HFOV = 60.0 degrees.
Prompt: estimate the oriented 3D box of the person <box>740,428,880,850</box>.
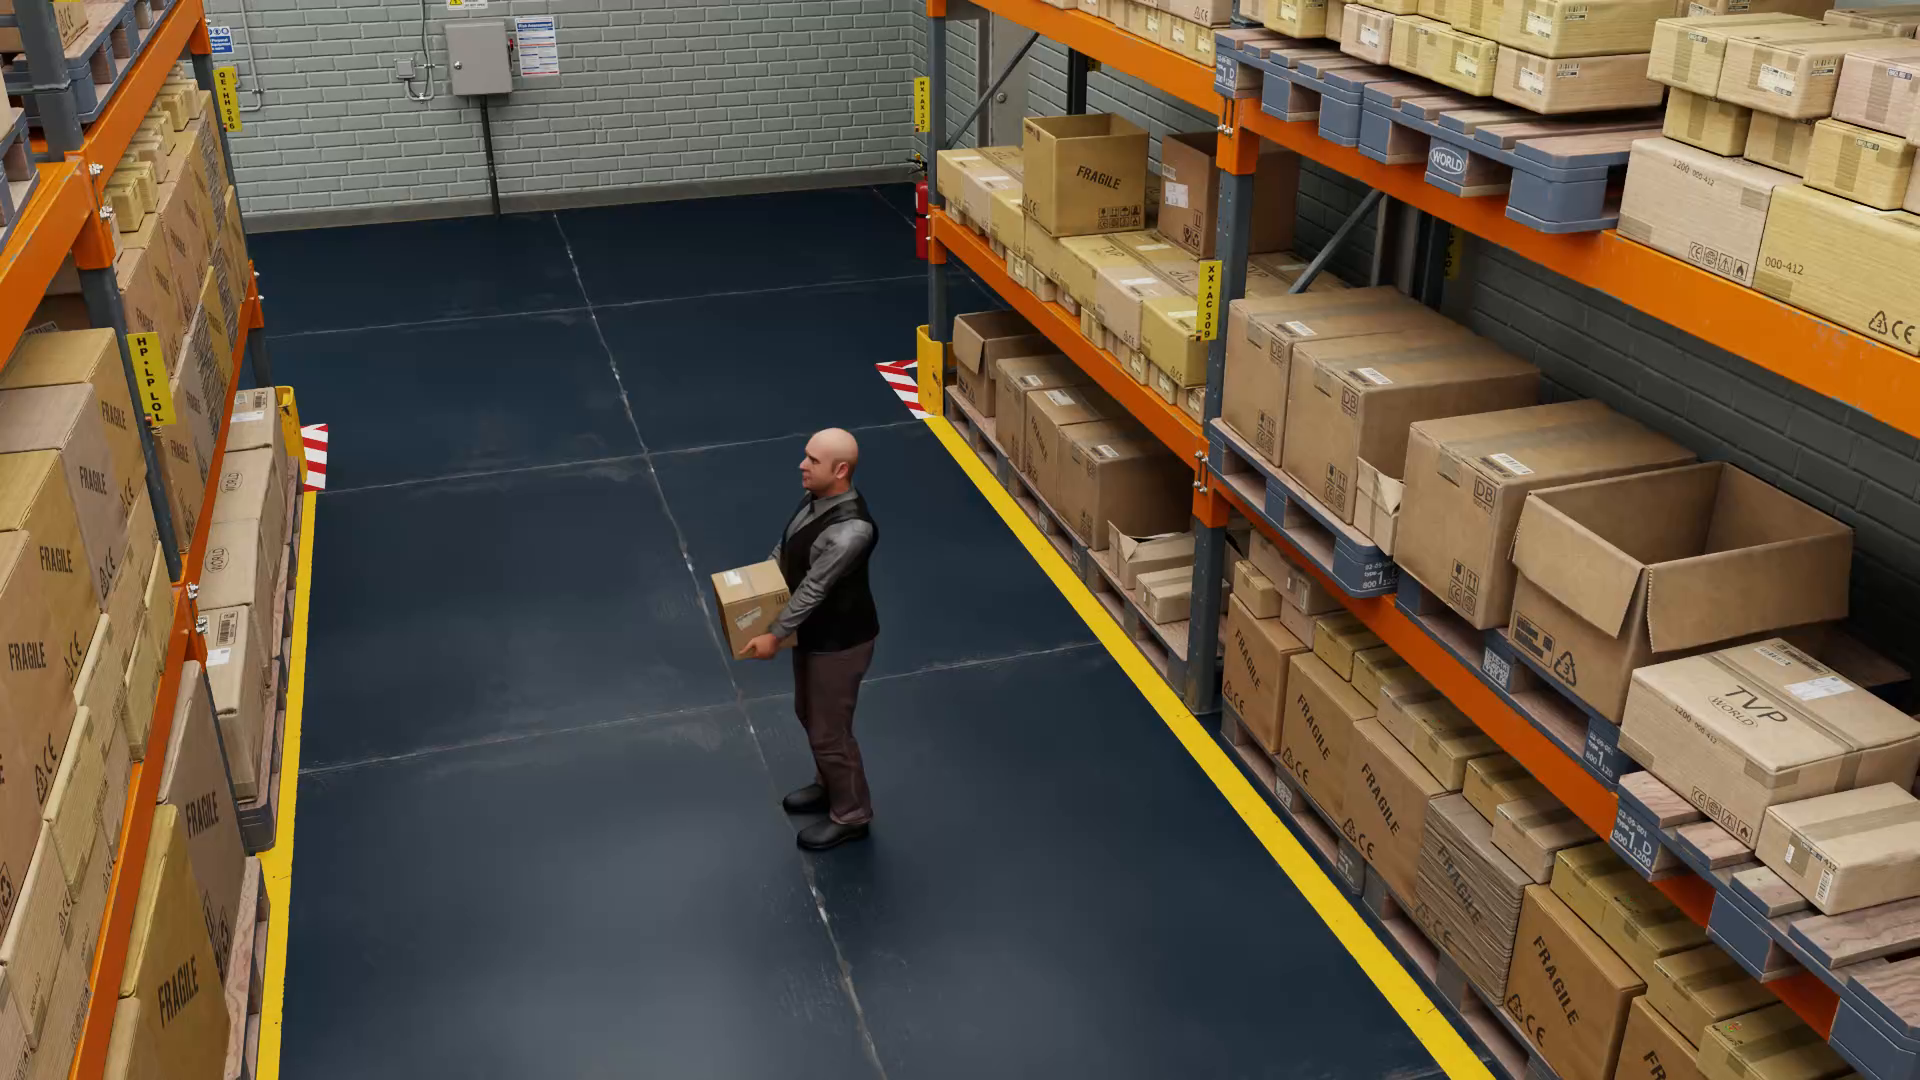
[{"bbox_3d":[-0.589,0.388,6.360,0.546,1.717,0.495,-8,27,-16],"label":"person"}]
